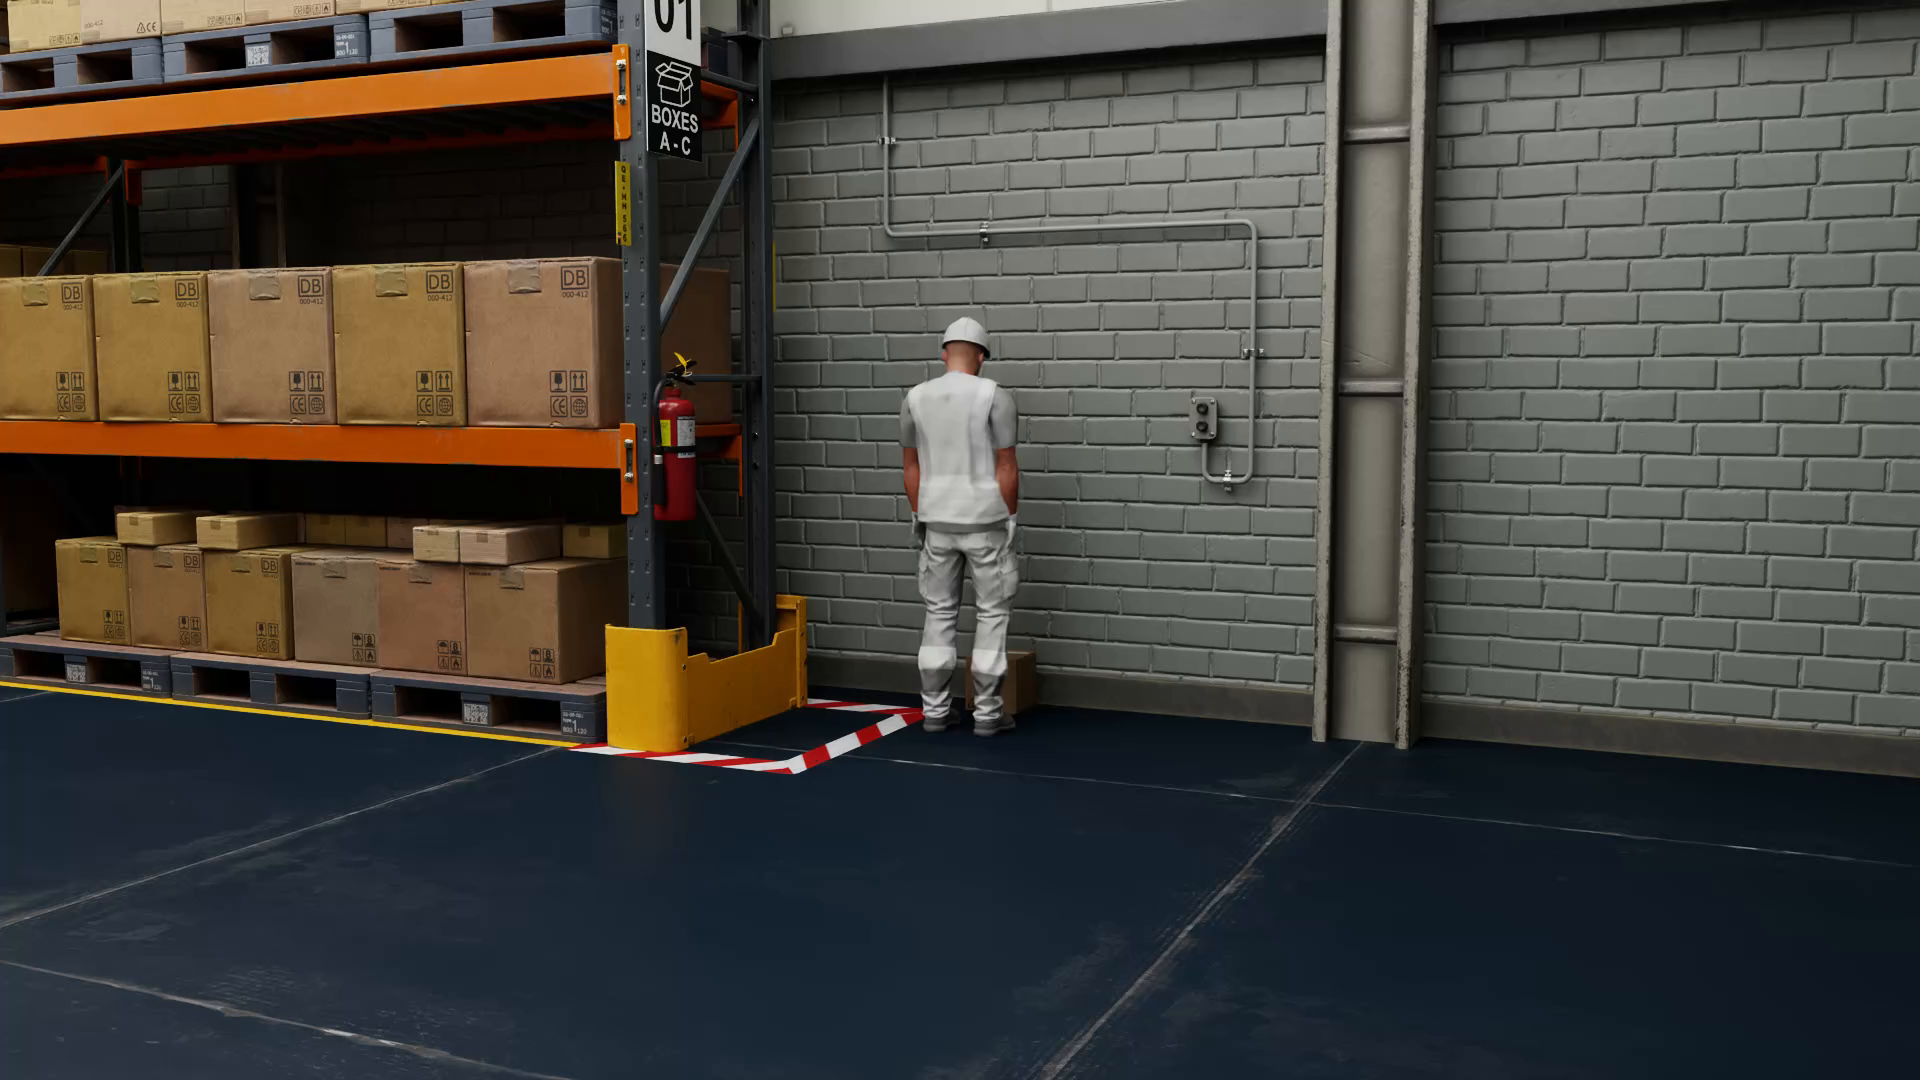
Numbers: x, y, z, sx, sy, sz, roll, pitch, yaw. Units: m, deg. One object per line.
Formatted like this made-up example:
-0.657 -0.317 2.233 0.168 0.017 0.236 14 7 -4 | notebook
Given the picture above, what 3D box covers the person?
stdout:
0.013 -0.063 7.116 0.533 1.767 0.388 2 6 23 | person
